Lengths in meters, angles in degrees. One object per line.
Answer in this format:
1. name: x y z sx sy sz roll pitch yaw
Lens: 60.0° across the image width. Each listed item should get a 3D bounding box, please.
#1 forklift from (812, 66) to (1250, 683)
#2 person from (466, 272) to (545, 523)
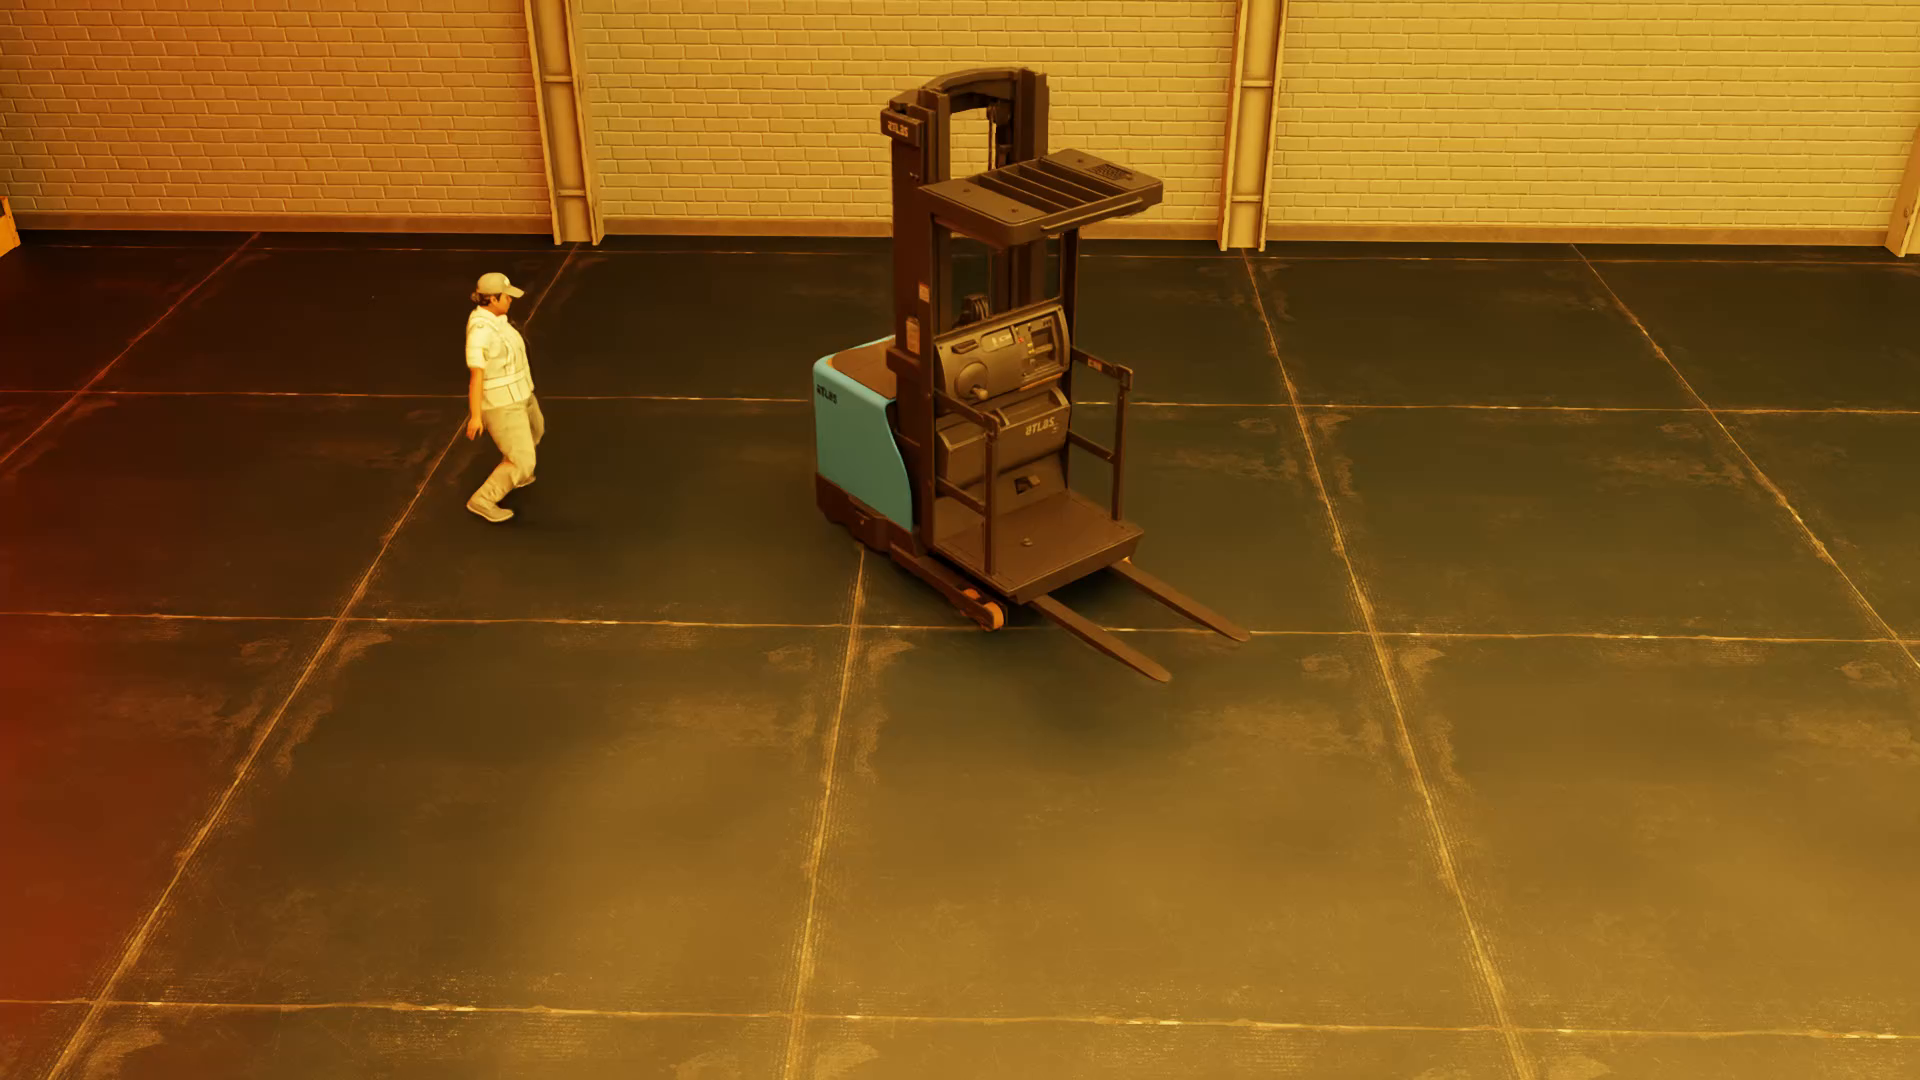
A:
1. forklift: 0.387 -1.023 9.349 1.130 2.935 3.031 -22 37 -33
2. person: -2.913 -0.891 10.465 0.484 1.588 0.834 0 31 0
